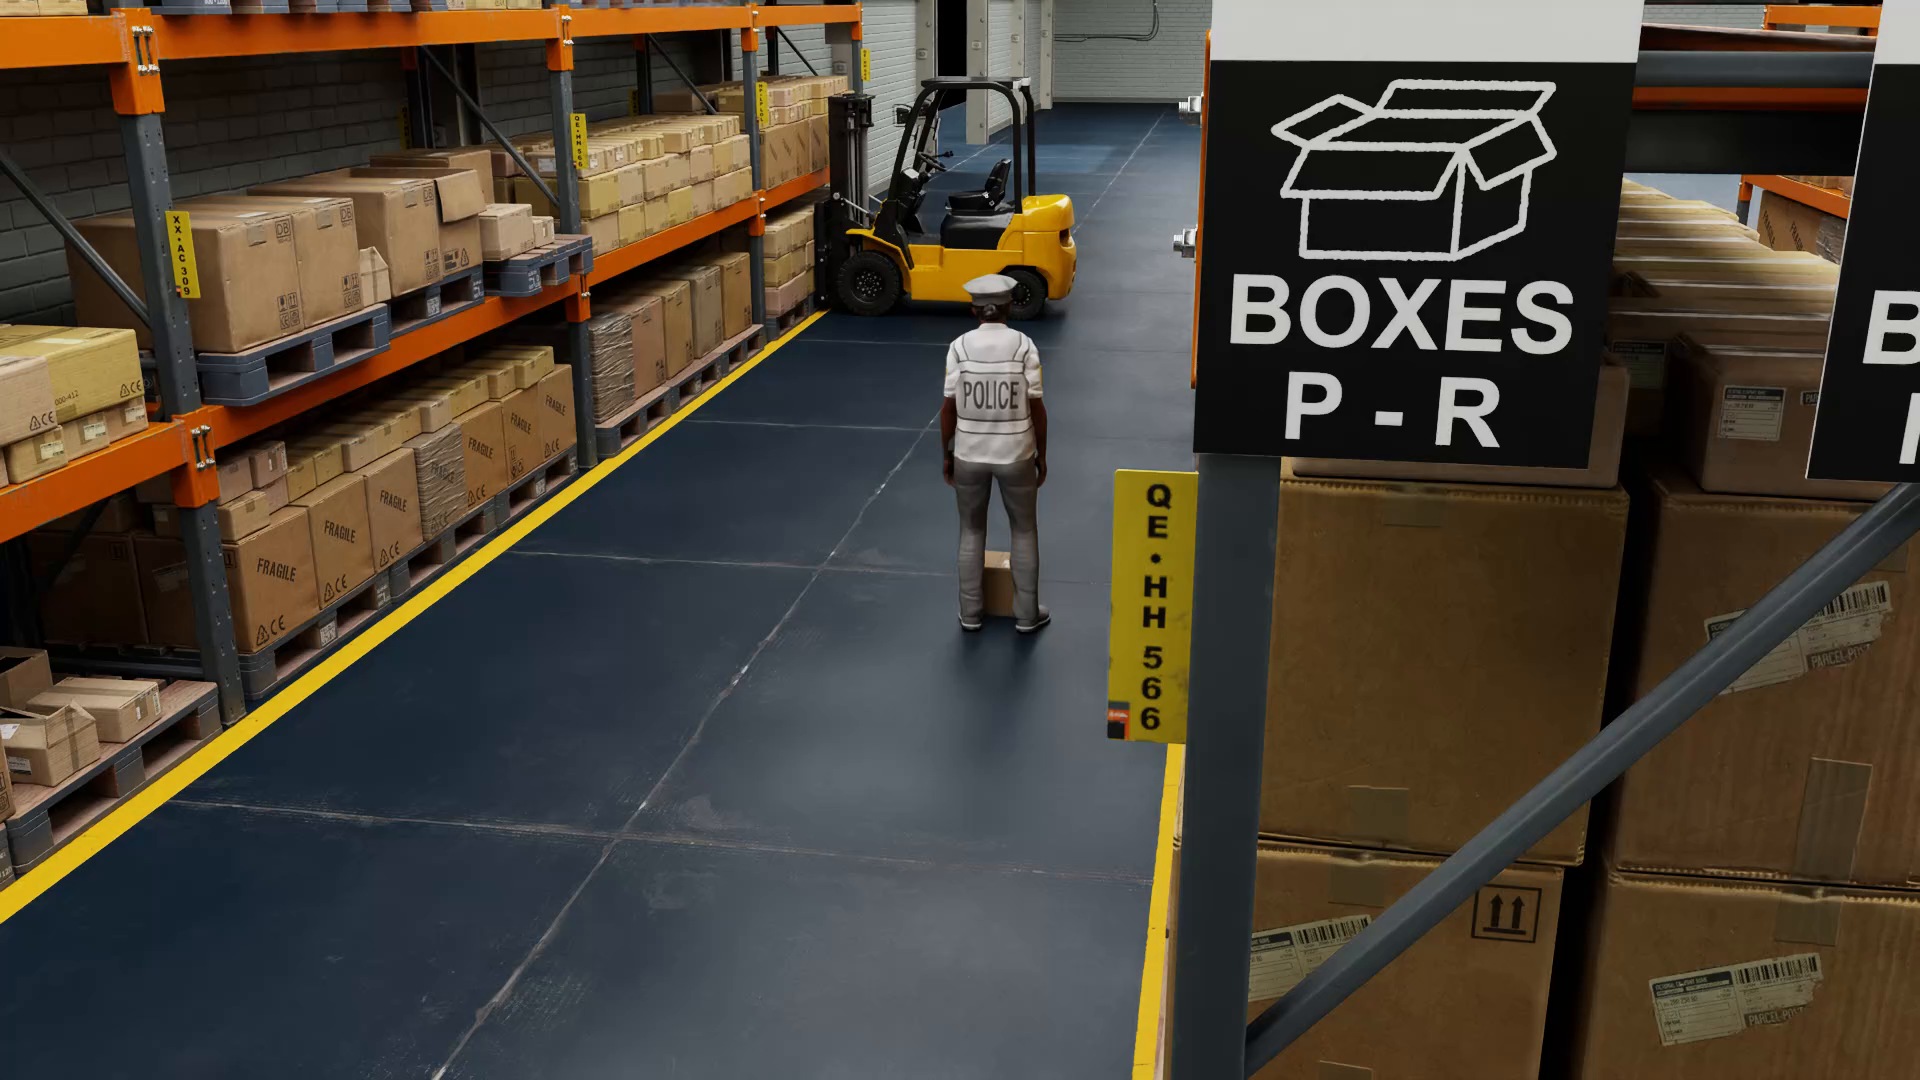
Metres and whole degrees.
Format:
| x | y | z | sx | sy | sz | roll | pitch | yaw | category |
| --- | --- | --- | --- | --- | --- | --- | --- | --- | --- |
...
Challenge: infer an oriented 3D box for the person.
| x | y | z | sx | sy | sz | roll | pitch | yaw | category |
| --- | --- | --- | --- | --- | --- | --- | --- | --- | --- |
| 0.170 | -0.382 | 7.731 | 0.523 | 1.658 | 0.395 | 2 | 18 | 6 | person |
